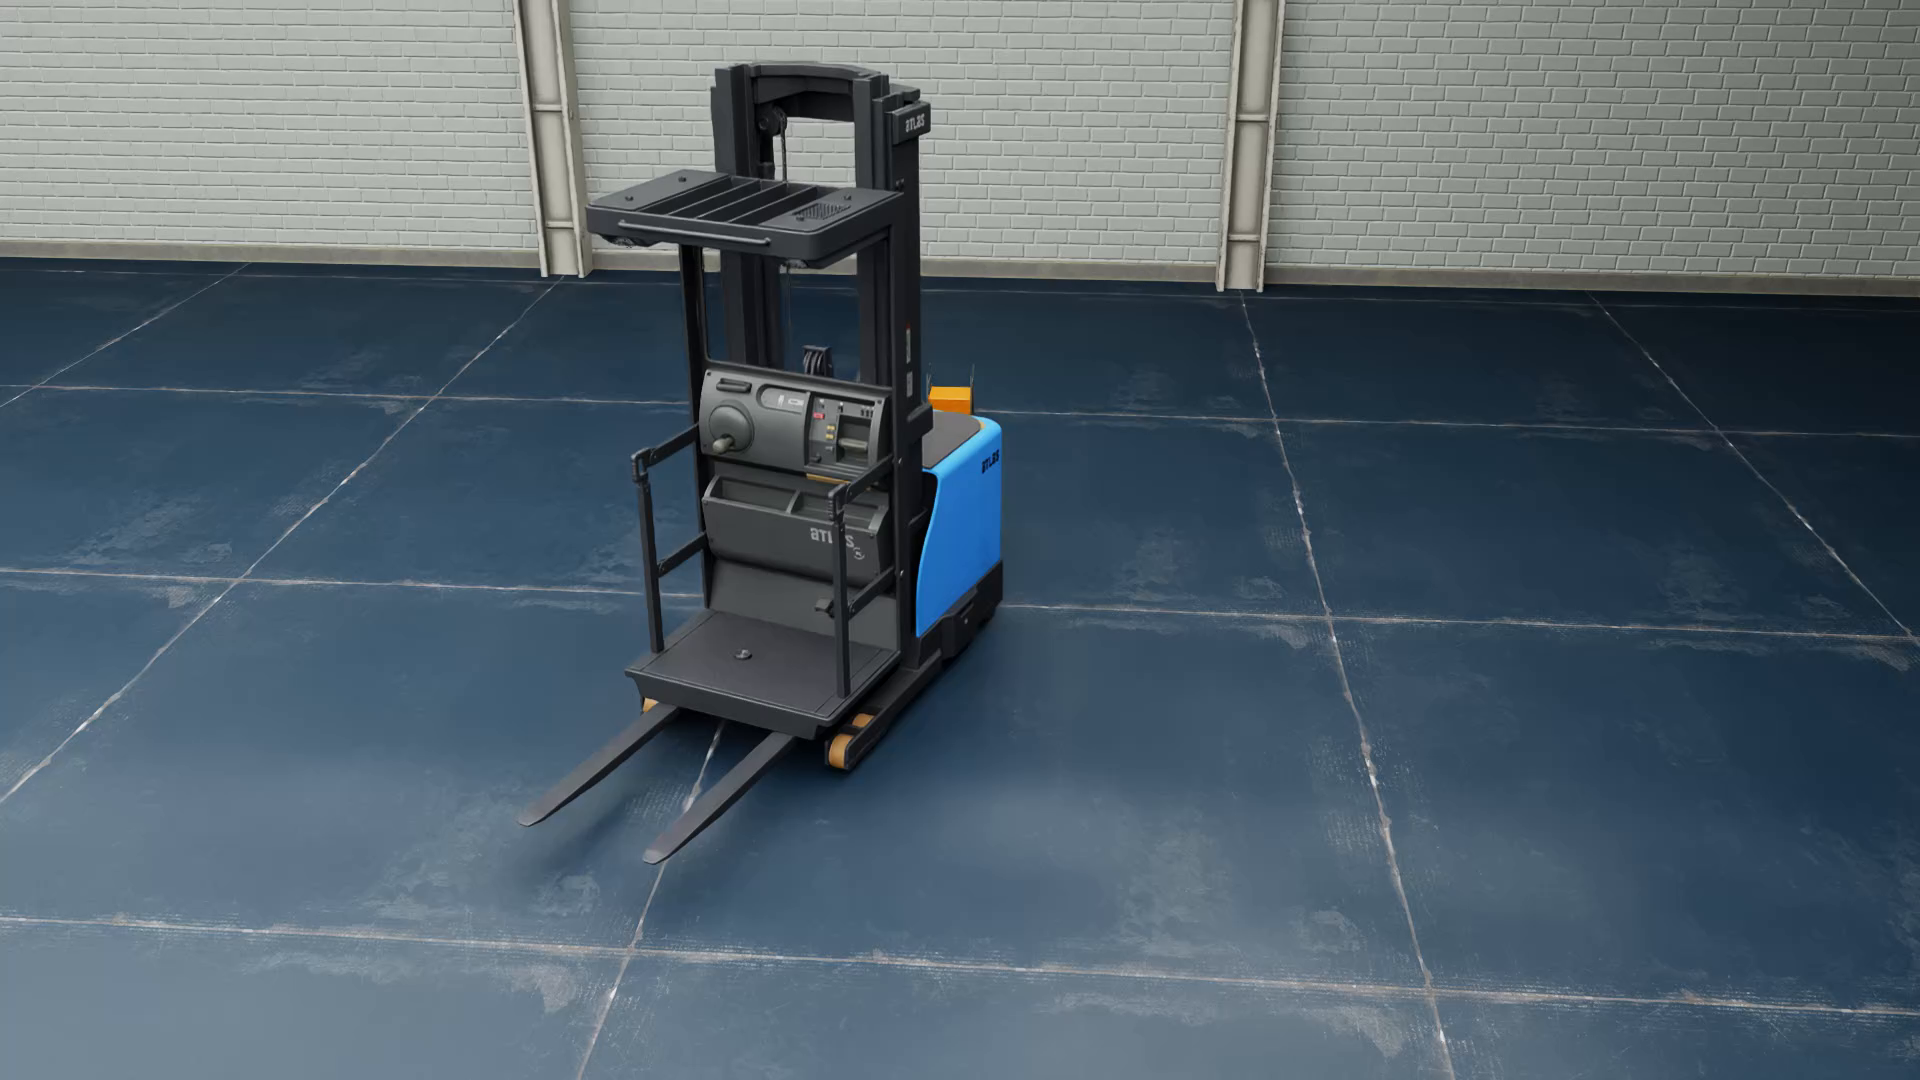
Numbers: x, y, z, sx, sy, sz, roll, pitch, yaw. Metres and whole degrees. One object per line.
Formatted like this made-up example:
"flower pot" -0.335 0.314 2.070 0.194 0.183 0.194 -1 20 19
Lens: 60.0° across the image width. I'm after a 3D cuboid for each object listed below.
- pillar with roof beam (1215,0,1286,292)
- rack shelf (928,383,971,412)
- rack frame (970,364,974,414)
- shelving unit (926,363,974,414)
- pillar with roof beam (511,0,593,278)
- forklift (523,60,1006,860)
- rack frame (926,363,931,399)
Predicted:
"pillar with roof beam" 2.116 -4.515 8.797 0.400 9.000 9.100 2 25 4
"rack shelf" -0.053 -0.727 9.420 0.240 0.259 0.215 2 25 4
"rack frame" 0.068 -0.475 9.526 0.008 1.050 0.200 2 25 4
"shelving unit" -0.053 -0.479 9.534 0.252 1.050 0.215 2 25 4
"pillar with roof beam" -3.866 -4.707 9.214 0.400 9.000 9.100 2 25 4
"forklift" -0.838 -0.513 7.358 1.130 2.935 3.031 11 27 23
"rack frame" -0.175 -0.483 9.543 0.008 1.050 0.200 2 25 4
